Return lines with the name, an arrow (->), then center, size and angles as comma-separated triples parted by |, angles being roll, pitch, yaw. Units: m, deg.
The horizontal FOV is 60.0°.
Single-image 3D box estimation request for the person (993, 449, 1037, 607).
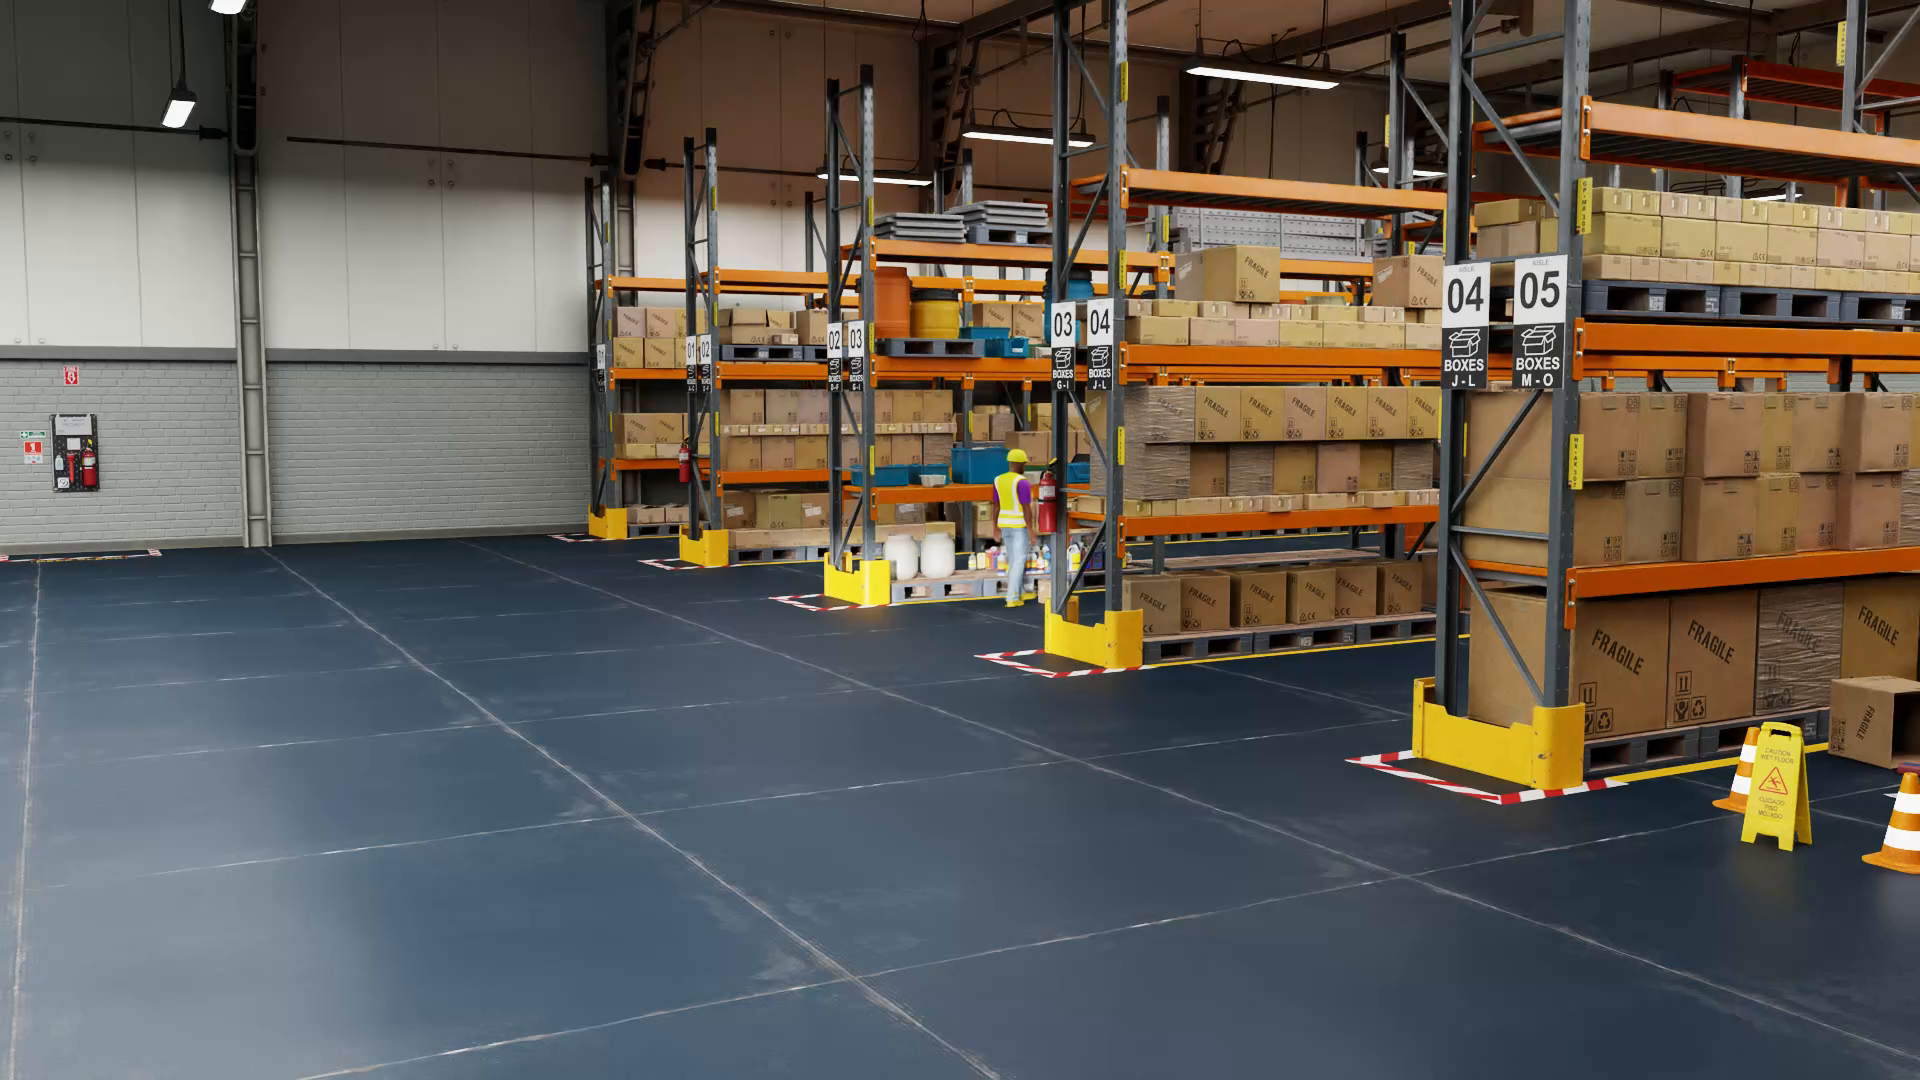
person -> 0.691, -0.145, 18.760 | 0.667, 1.761, 0.592 | -4, 7, -41
